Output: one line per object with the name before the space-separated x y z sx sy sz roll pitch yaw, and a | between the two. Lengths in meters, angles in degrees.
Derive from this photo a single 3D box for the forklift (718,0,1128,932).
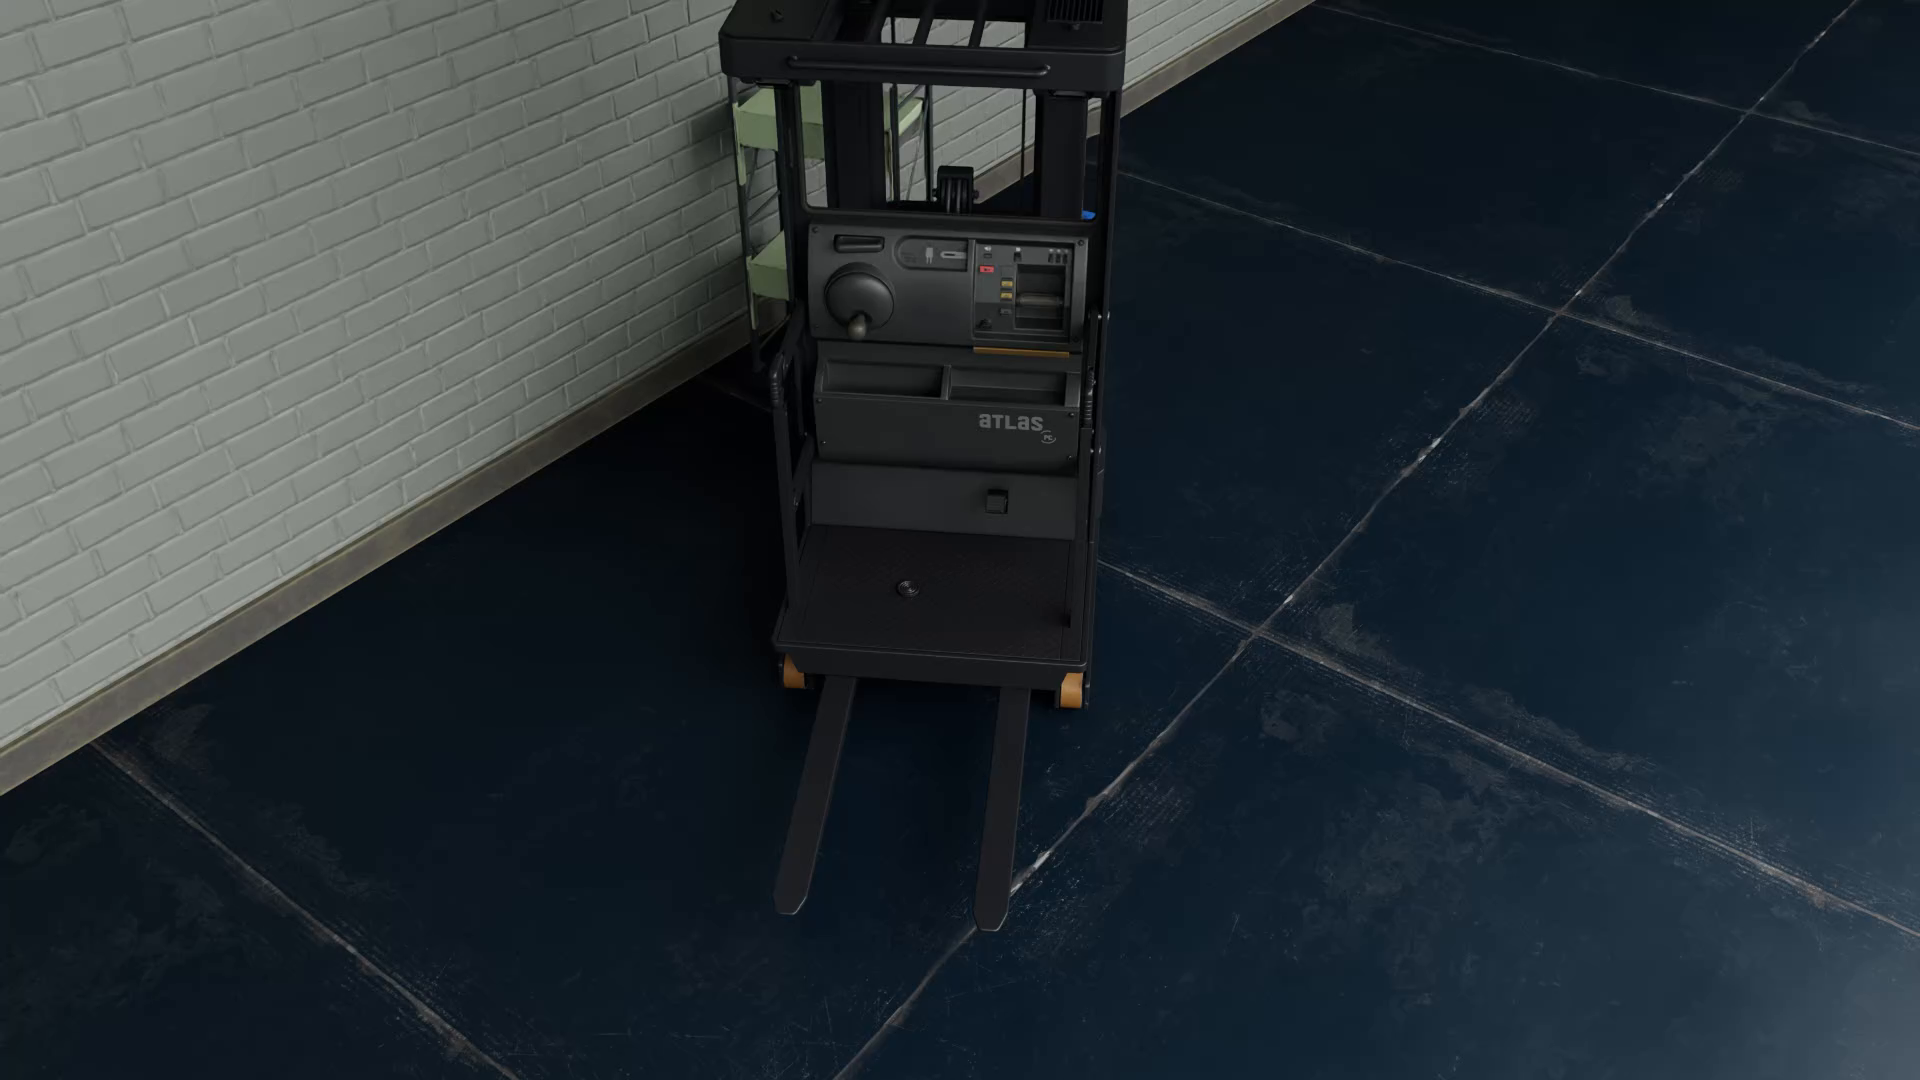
forklift | -0.064 -0.772 5.359 1.130 2.935 3.031 4 38 5

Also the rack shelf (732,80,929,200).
rack shelf | -0.538 -1.709 7.083 0.720 0.370 0.431 14 40 17

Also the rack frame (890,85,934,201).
rack frame | -0.198 -1.319 7.218 0.023 1.500 0.400 14 40 17

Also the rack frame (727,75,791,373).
rack frame | -0.879 -1.484 7.428 0.023 1.500 0.400 14 40 17

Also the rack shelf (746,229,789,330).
rack shelf | -0.538 -1.145 7.524 0.720 0.370 0.431 14 40 17

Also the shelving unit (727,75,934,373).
shelving unit | -0.538 -1.401 7.323 0.755 1.500 0.431 14 40 17
